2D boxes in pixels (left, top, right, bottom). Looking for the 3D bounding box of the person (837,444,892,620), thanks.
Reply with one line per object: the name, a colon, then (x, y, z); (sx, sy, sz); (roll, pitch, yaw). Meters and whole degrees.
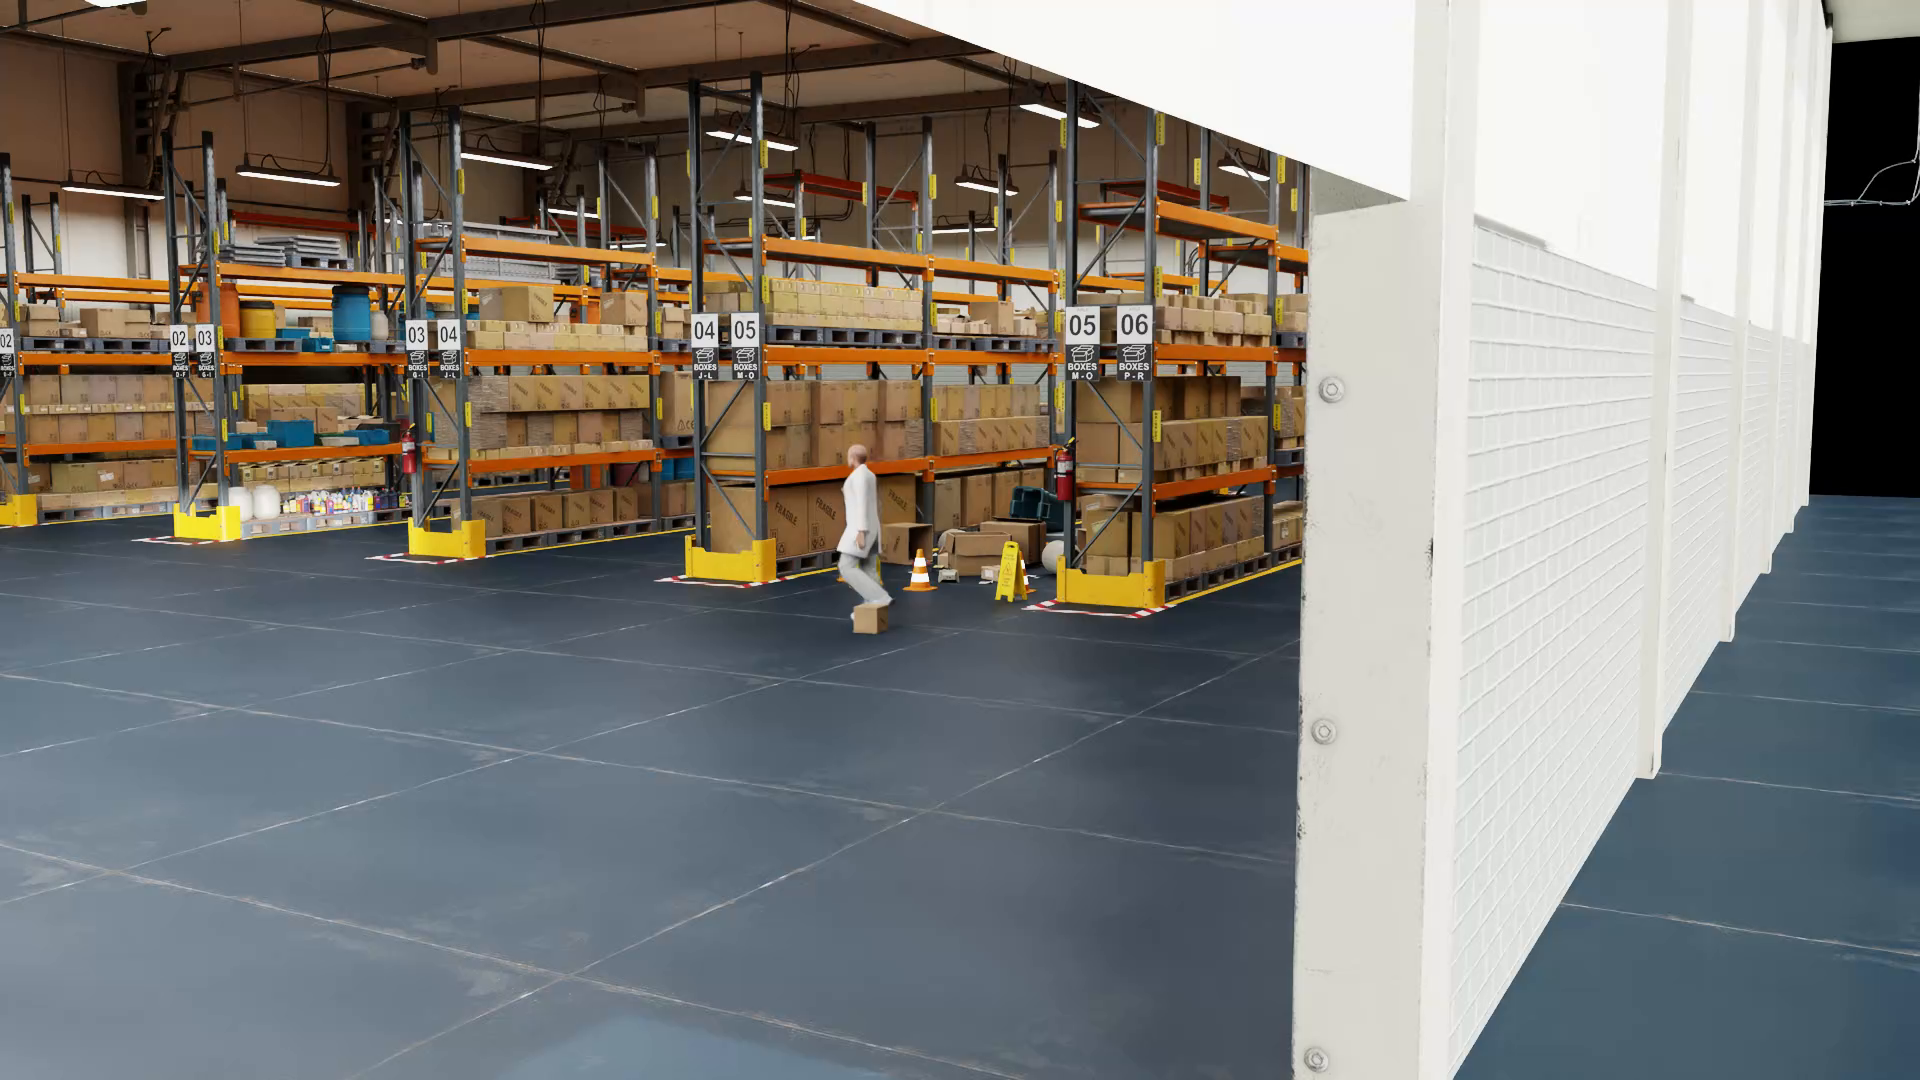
person: (-0.927, 0.036, 16.637); (0.554, 1.562, 0.625); (1, 6, 14)
